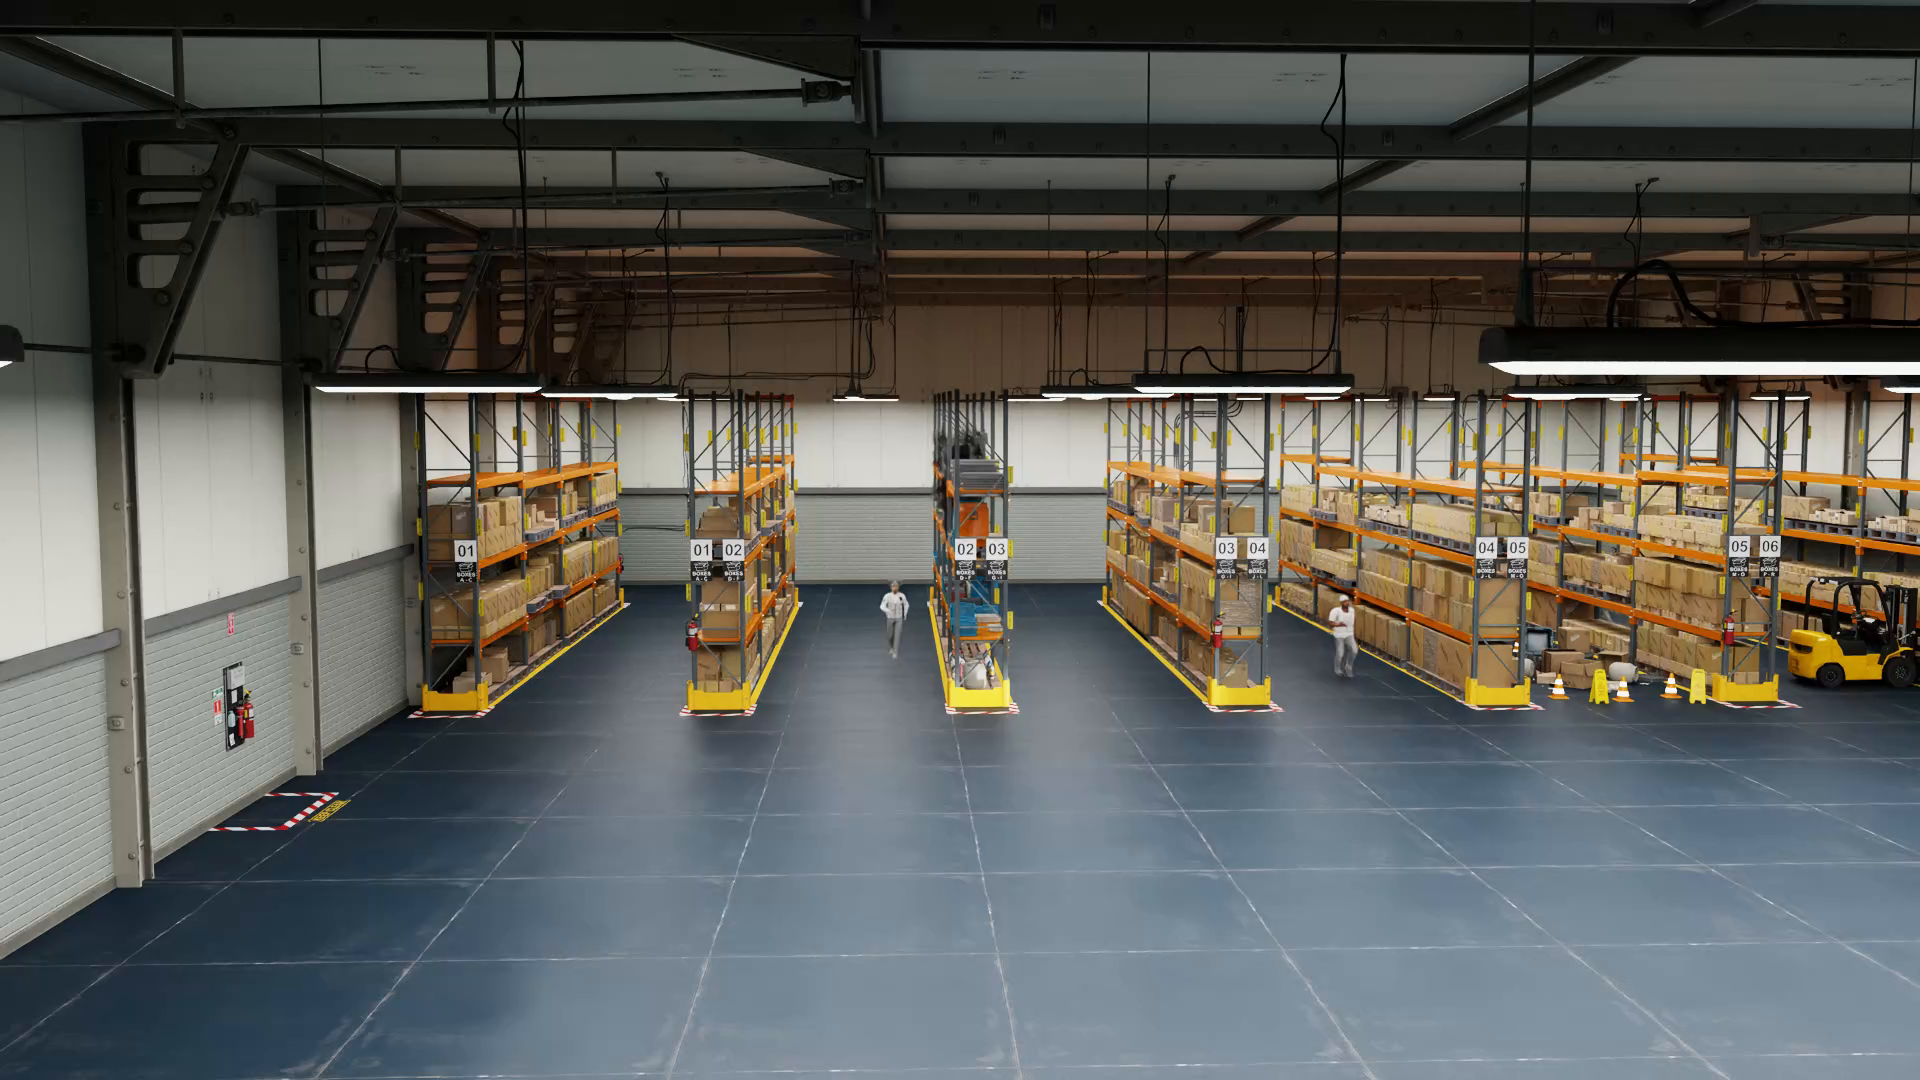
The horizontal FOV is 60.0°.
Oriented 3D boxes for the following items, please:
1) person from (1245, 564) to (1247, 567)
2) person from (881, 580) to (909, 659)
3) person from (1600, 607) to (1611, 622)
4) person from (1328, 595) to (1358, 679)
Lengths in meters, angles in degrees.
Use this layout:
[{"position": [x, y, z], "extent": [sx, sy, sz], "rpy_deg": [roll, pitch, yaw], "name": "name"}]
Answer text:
[{"position": [7.842, 1.017, 47.718], "extent": [0.758, 1.671, 0.616], "rpy_deg": [-4, 6, -40], "name": "person"}, {"position": [-1.395, 1.691, 35.722], "extent": [0.619, 1.664, 0.618], "rpy_deg": [0, 5, -5], "name": "person"}, {"position": [16.502, 1.450, 42.558], "extent": [0.528, 1.640, 0.768], "rpy_deg": [-1, 5, -6], "name": "person"}, {"position": [8.011, 2.020, 34.768], "extent": [0.680, 1.768, 0.751], "rpy_deg": [-1, 5, -10], "name": "person"}]
